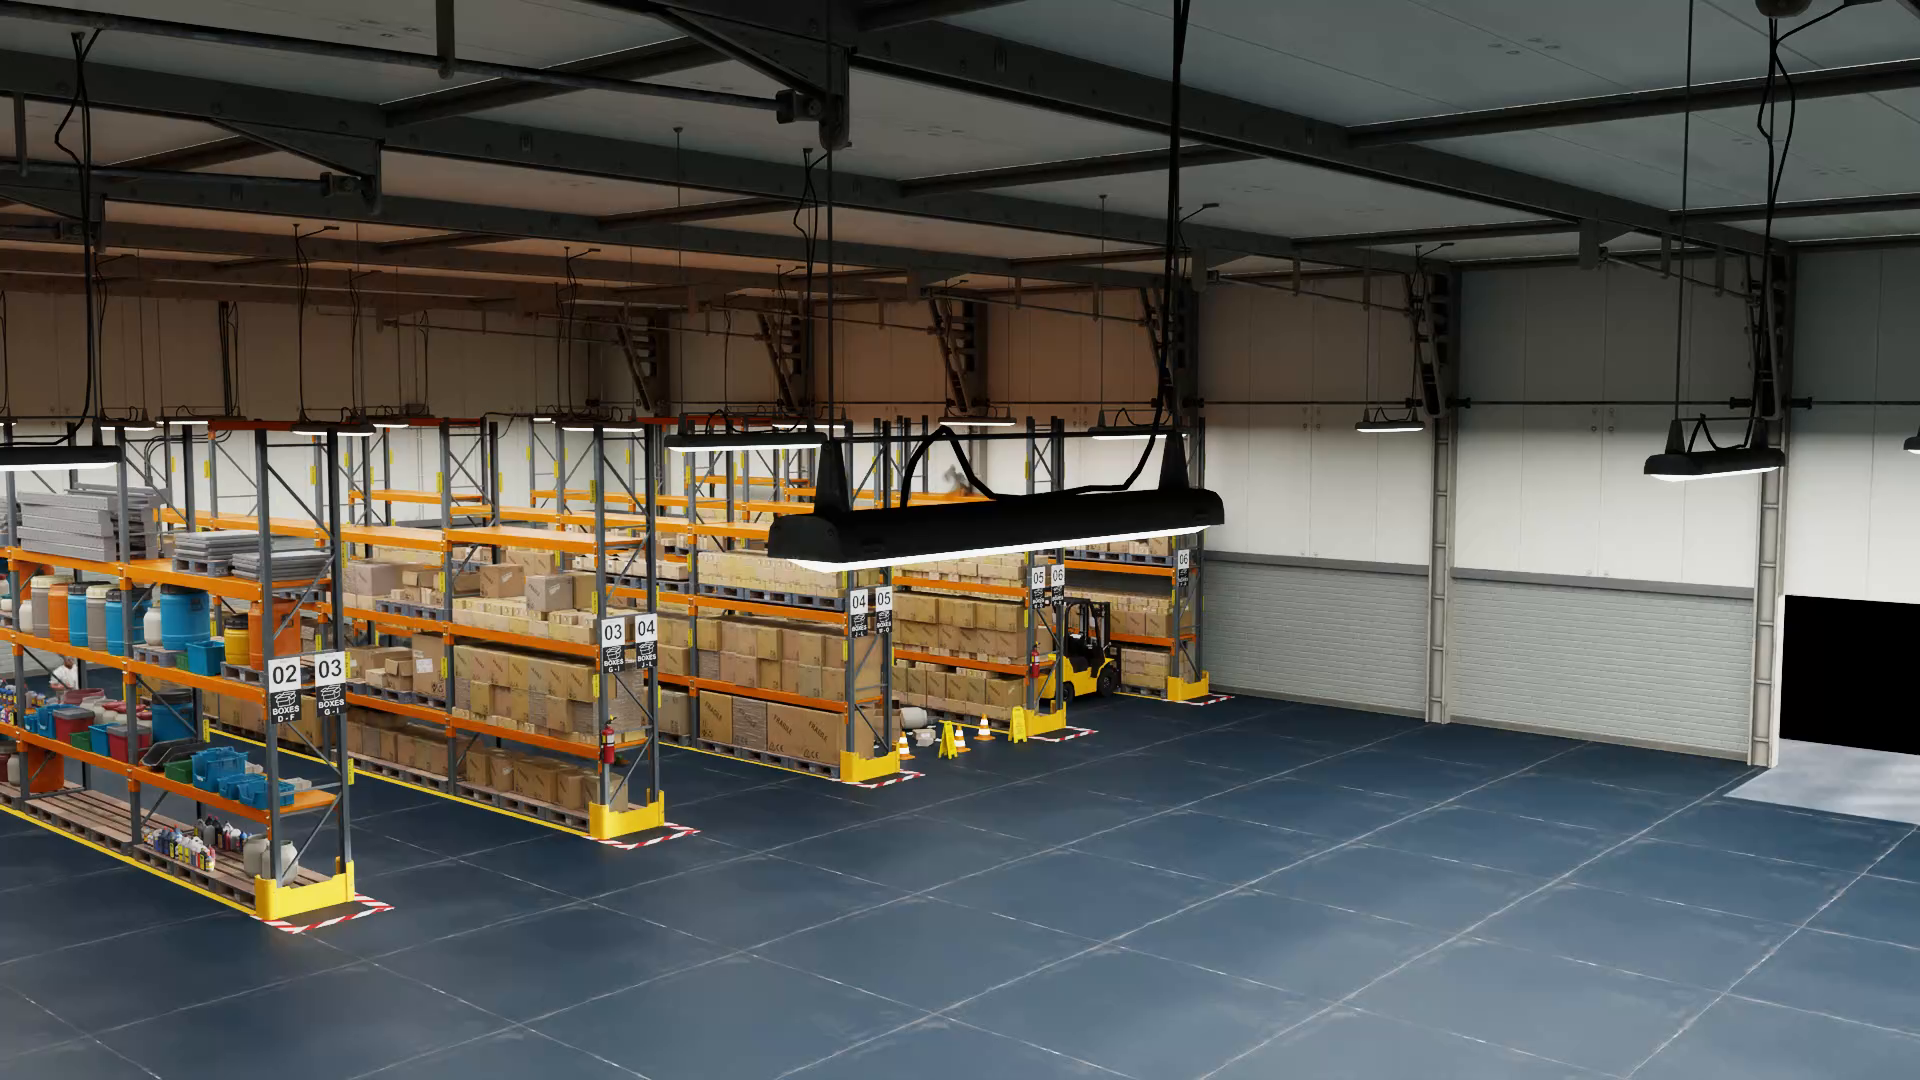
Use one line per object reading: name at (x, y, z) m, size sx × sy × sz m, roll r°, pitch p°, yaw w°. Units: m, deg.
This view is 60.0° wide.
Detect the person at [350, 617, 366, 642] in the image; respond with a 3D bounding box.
person at (-14.432, 2.225, 39.654) m, size 0.718 × 1.628 × 0.849 m, roll -3°, pitch 6°, yaw -34°

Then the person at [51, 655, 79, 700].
person at (-16.333, 2.911, 30.433) m, size 0.968 × 1.783 × 0.631 m, roll 3°, pitch 6°, yaw 34°

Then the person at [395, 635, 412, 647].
person at (-13.714, 2.053, 41.096) m, size 0.670 × 1.746 × 0.617 m, roll 2°, pitch 5°, yaw 24°

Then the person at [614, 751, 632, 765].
person at (-6.133, 3.020, 29.080) m, size 0.963 × 1.767 × 0.667 m, roll 2°, pitch 5°, yaw 28°
